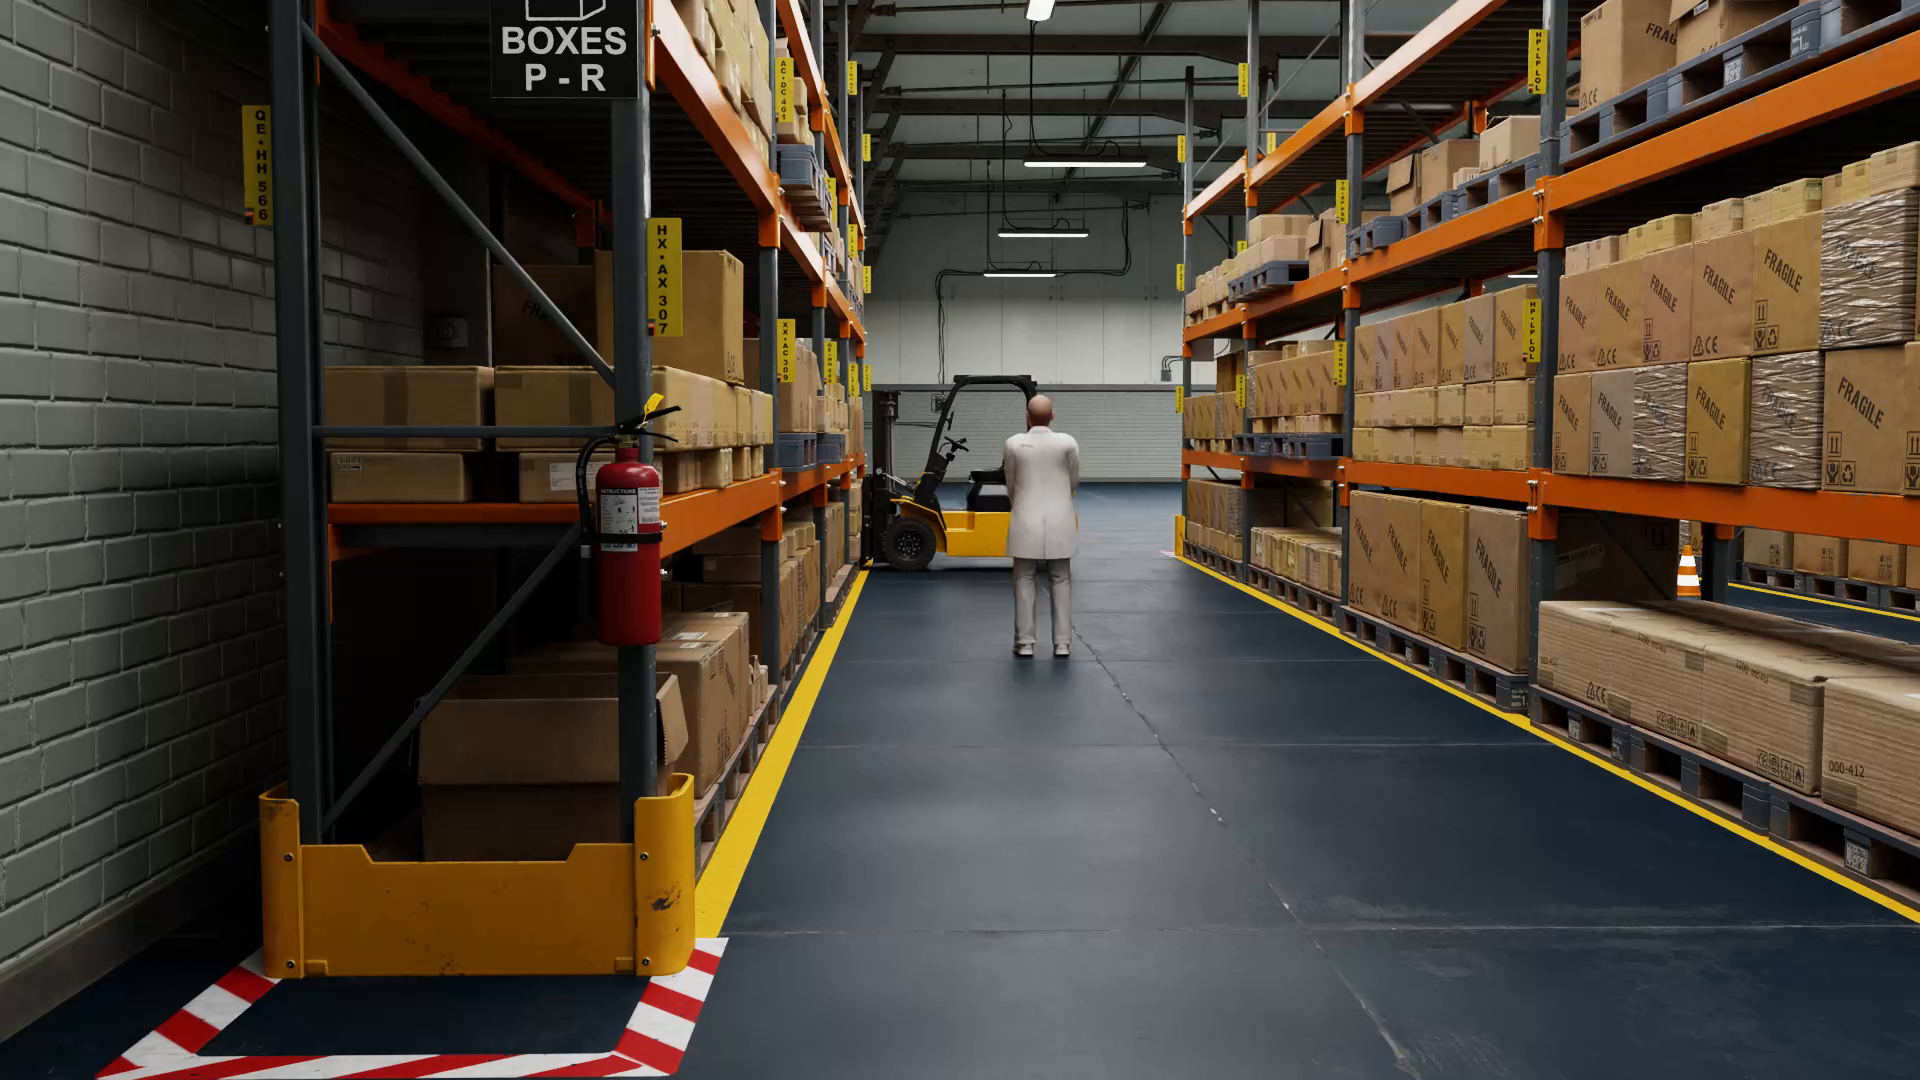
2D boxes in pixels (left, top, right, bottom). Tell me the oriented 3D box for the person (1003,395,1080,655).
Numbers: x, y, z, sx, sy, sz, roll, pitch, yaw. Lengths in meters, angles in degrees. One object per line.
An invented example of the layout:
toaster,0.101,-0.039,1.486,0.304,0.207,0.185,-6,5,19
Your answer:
person,0.552,-0.107,11.430,0.531,1.769,0.555,0,4,-1
